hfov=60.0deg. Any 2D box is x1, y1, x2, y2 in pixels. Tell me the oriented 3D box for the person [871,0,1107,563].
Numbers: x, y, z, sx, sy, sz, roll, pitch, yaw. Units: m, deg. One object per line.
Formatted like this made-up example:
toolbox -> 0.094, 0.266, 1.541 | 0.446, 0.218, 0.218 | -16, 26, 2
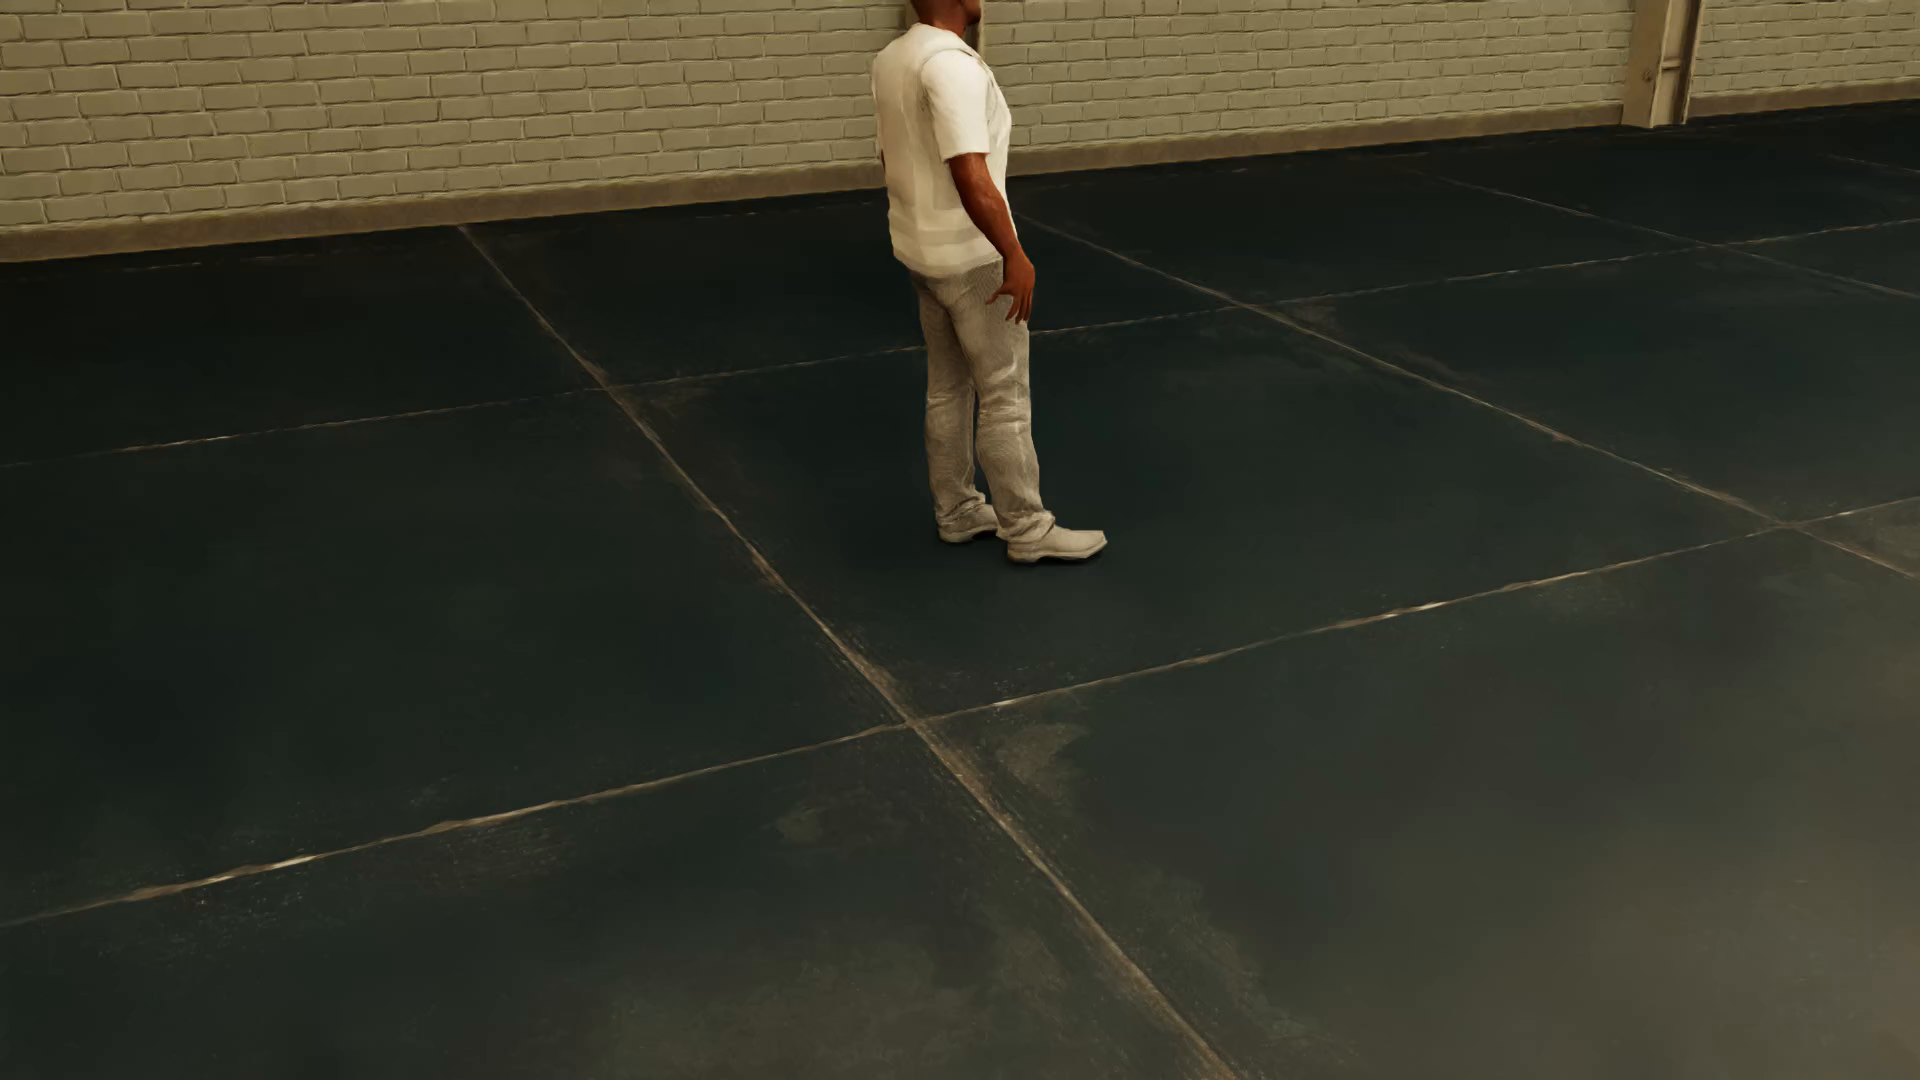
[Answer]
person -> 0.065, -0.832, 4.788 | 0.576, 1.766, 0.665 | -10, 25, -23
